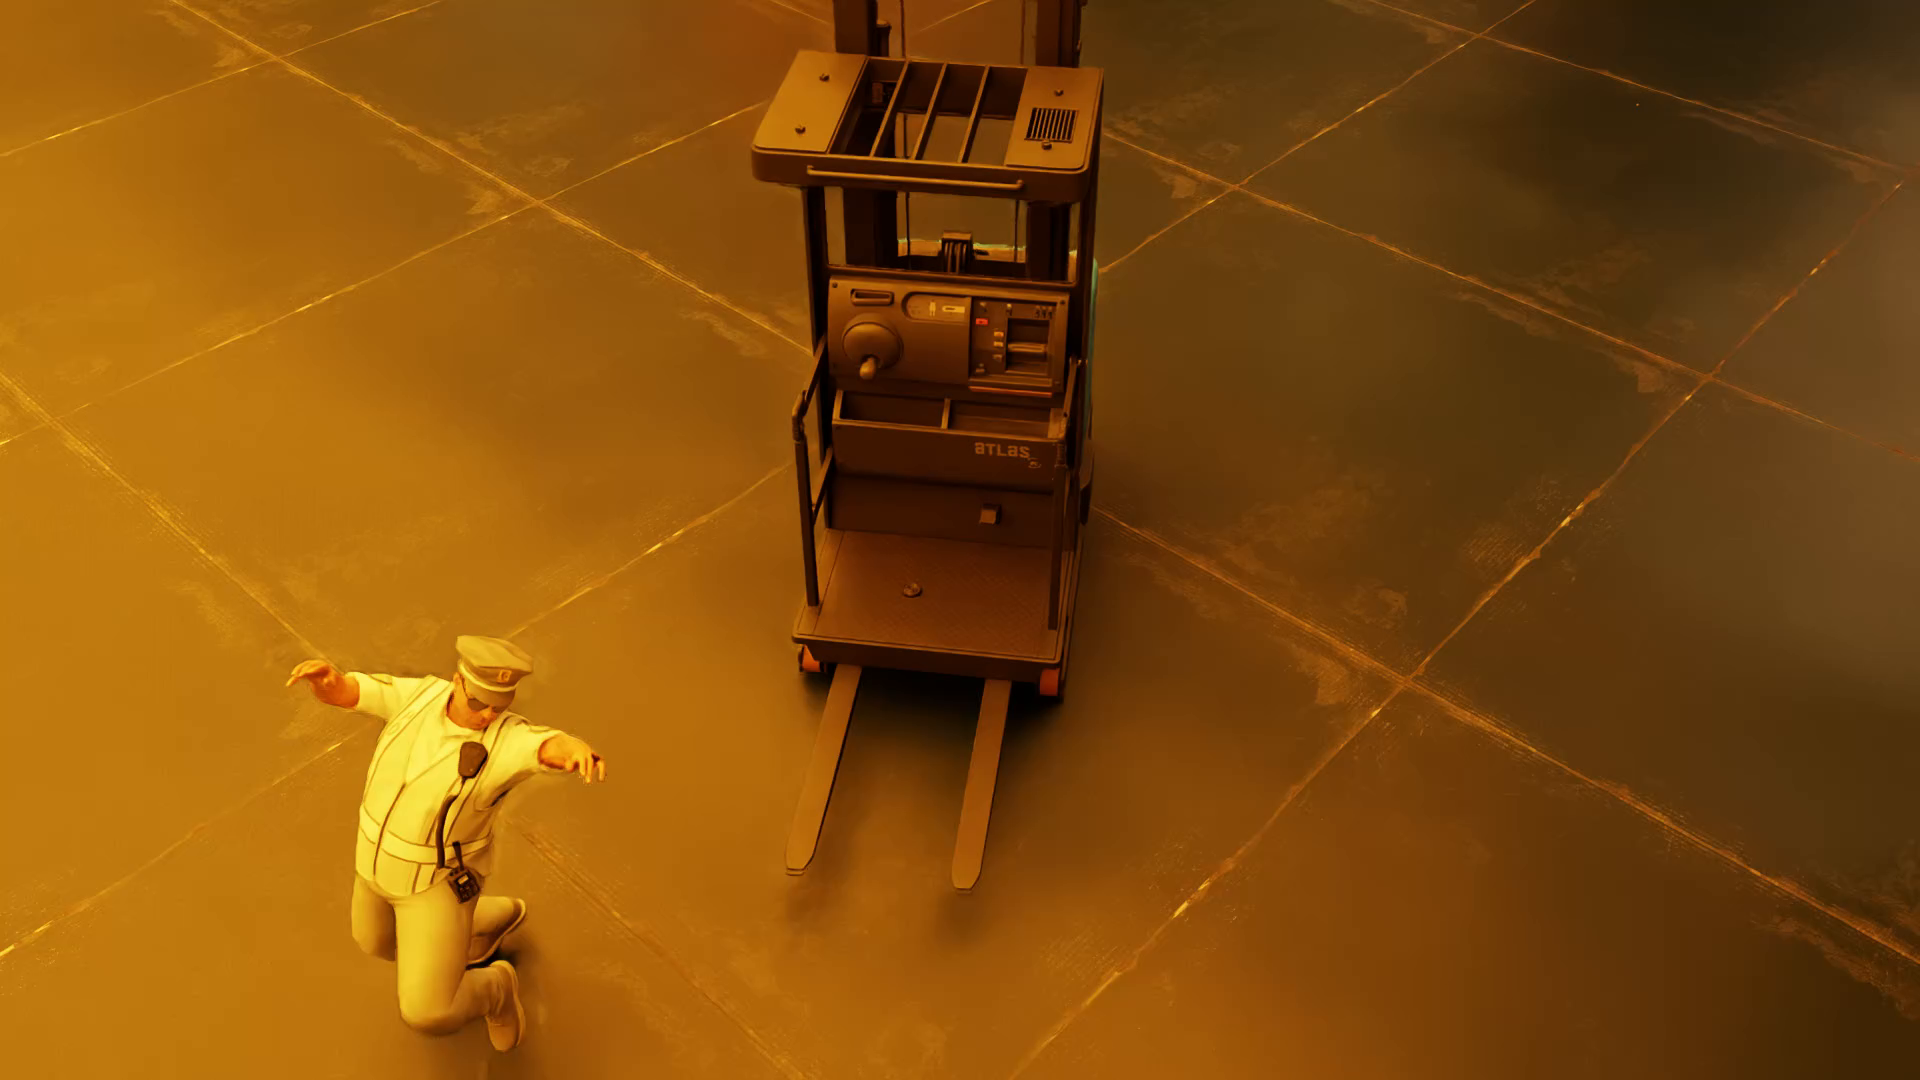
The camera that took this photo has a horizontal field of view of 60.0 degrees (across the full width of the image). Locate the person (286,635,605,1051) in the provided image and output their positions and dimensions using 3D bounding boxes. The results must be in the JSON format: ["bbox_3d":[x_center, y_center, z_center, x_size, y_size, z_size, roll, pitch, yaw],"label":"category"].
[{"bbox_3d":[-1.523,1.018,5.266,1.078,1.685,0.857,24,46,25],"label":"person"}]

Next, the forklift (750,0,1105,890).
[{"bbox_3d":[-0.077,-0.710,6.256,1.130,2.935,3.031,5,41,6],"label":"forklift"}]
